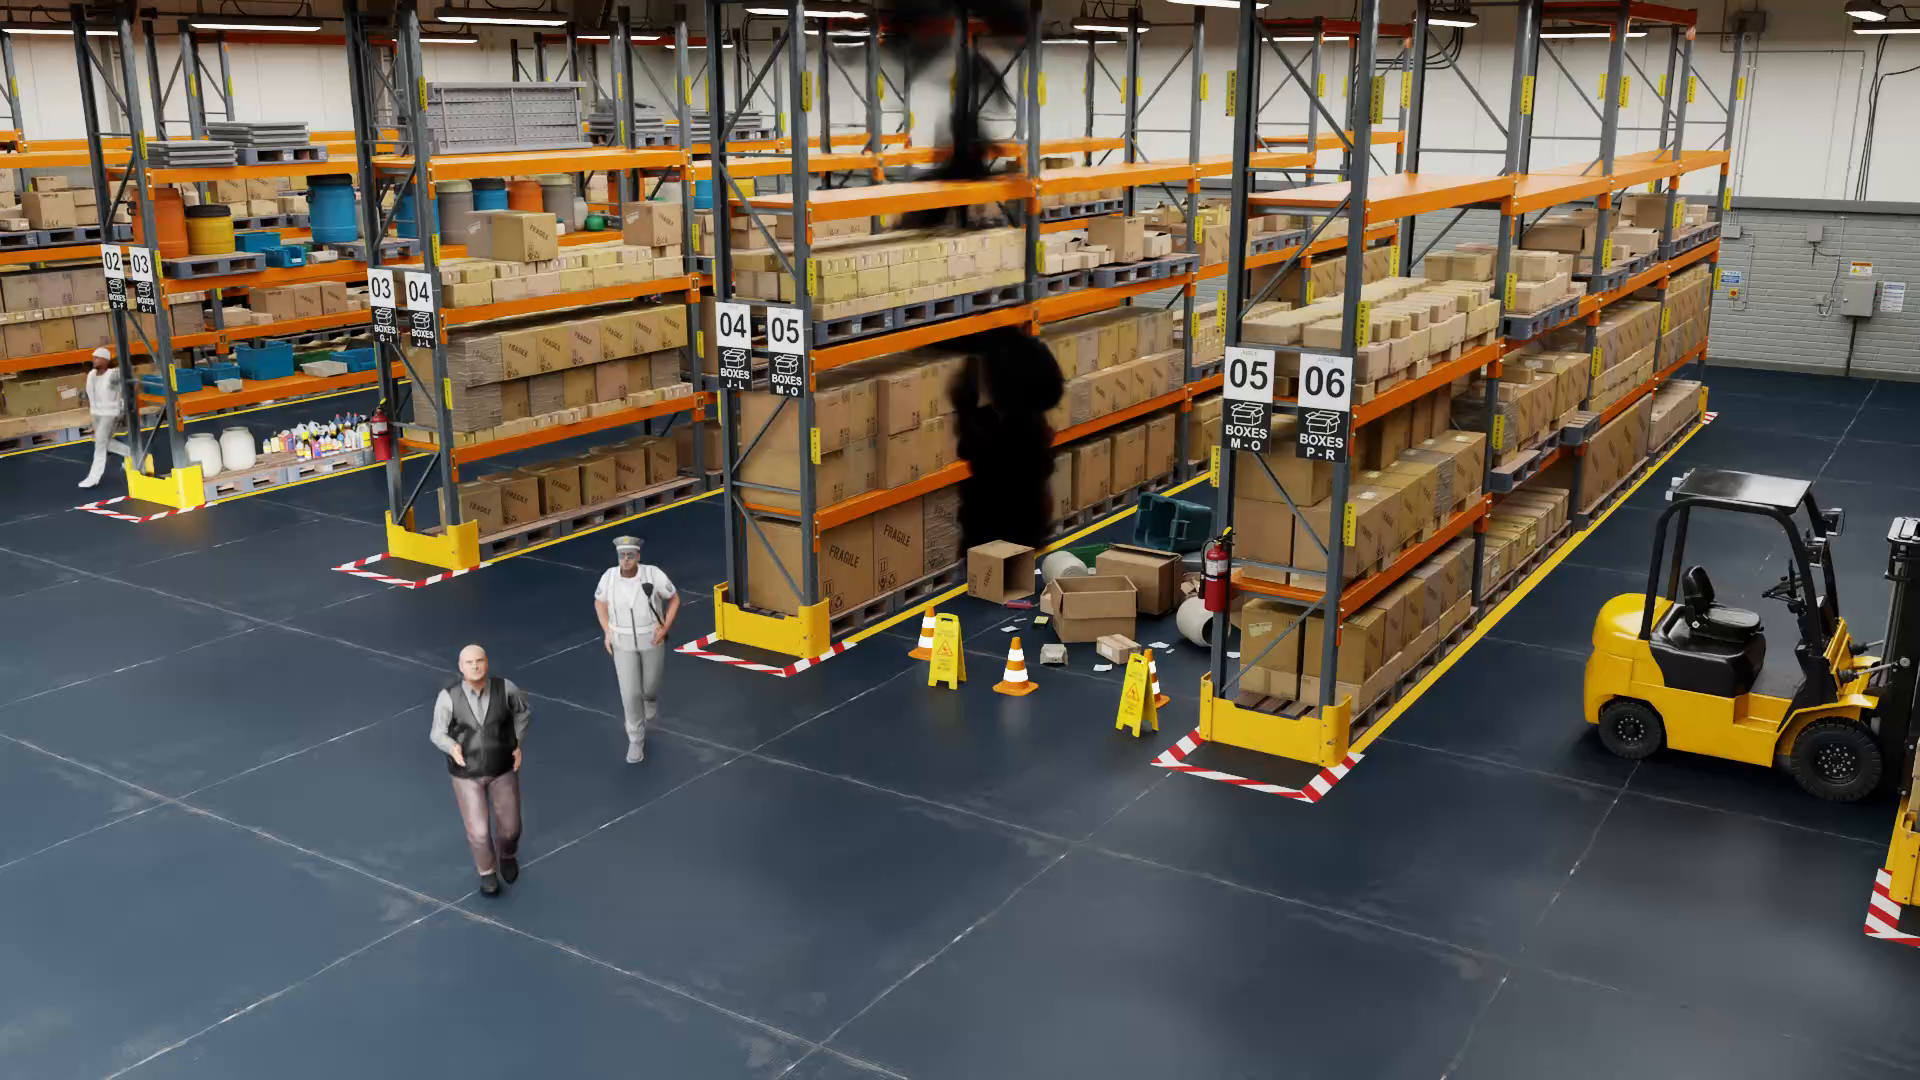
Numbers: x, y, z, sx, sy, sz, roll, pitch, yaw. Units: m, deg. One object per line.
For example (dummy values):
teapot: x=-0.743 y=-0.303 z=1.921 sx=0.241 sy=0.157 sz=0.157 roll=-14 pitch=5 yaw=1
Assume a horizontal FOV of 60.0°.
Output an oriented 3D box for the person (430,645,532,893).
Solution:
person: x=-3.032 y=1.502 z=10.648 sx=0.648 sy=1.674 sz=0.590 roll=-5 pitch=16 yaw=-18

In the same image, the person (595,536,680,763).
person: x=-2.532 y=0.787 z=13.126 sx=0.661 sy=1.796 sz=0.783 roll=-2 pitch=16 yaw=-7

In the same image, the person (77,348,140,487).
person: x=-11.225 y=-1.638 z=21.773 sx=0.697 sy=1.730 sz=1.056 roll=8 pitch=17 yaw=25
